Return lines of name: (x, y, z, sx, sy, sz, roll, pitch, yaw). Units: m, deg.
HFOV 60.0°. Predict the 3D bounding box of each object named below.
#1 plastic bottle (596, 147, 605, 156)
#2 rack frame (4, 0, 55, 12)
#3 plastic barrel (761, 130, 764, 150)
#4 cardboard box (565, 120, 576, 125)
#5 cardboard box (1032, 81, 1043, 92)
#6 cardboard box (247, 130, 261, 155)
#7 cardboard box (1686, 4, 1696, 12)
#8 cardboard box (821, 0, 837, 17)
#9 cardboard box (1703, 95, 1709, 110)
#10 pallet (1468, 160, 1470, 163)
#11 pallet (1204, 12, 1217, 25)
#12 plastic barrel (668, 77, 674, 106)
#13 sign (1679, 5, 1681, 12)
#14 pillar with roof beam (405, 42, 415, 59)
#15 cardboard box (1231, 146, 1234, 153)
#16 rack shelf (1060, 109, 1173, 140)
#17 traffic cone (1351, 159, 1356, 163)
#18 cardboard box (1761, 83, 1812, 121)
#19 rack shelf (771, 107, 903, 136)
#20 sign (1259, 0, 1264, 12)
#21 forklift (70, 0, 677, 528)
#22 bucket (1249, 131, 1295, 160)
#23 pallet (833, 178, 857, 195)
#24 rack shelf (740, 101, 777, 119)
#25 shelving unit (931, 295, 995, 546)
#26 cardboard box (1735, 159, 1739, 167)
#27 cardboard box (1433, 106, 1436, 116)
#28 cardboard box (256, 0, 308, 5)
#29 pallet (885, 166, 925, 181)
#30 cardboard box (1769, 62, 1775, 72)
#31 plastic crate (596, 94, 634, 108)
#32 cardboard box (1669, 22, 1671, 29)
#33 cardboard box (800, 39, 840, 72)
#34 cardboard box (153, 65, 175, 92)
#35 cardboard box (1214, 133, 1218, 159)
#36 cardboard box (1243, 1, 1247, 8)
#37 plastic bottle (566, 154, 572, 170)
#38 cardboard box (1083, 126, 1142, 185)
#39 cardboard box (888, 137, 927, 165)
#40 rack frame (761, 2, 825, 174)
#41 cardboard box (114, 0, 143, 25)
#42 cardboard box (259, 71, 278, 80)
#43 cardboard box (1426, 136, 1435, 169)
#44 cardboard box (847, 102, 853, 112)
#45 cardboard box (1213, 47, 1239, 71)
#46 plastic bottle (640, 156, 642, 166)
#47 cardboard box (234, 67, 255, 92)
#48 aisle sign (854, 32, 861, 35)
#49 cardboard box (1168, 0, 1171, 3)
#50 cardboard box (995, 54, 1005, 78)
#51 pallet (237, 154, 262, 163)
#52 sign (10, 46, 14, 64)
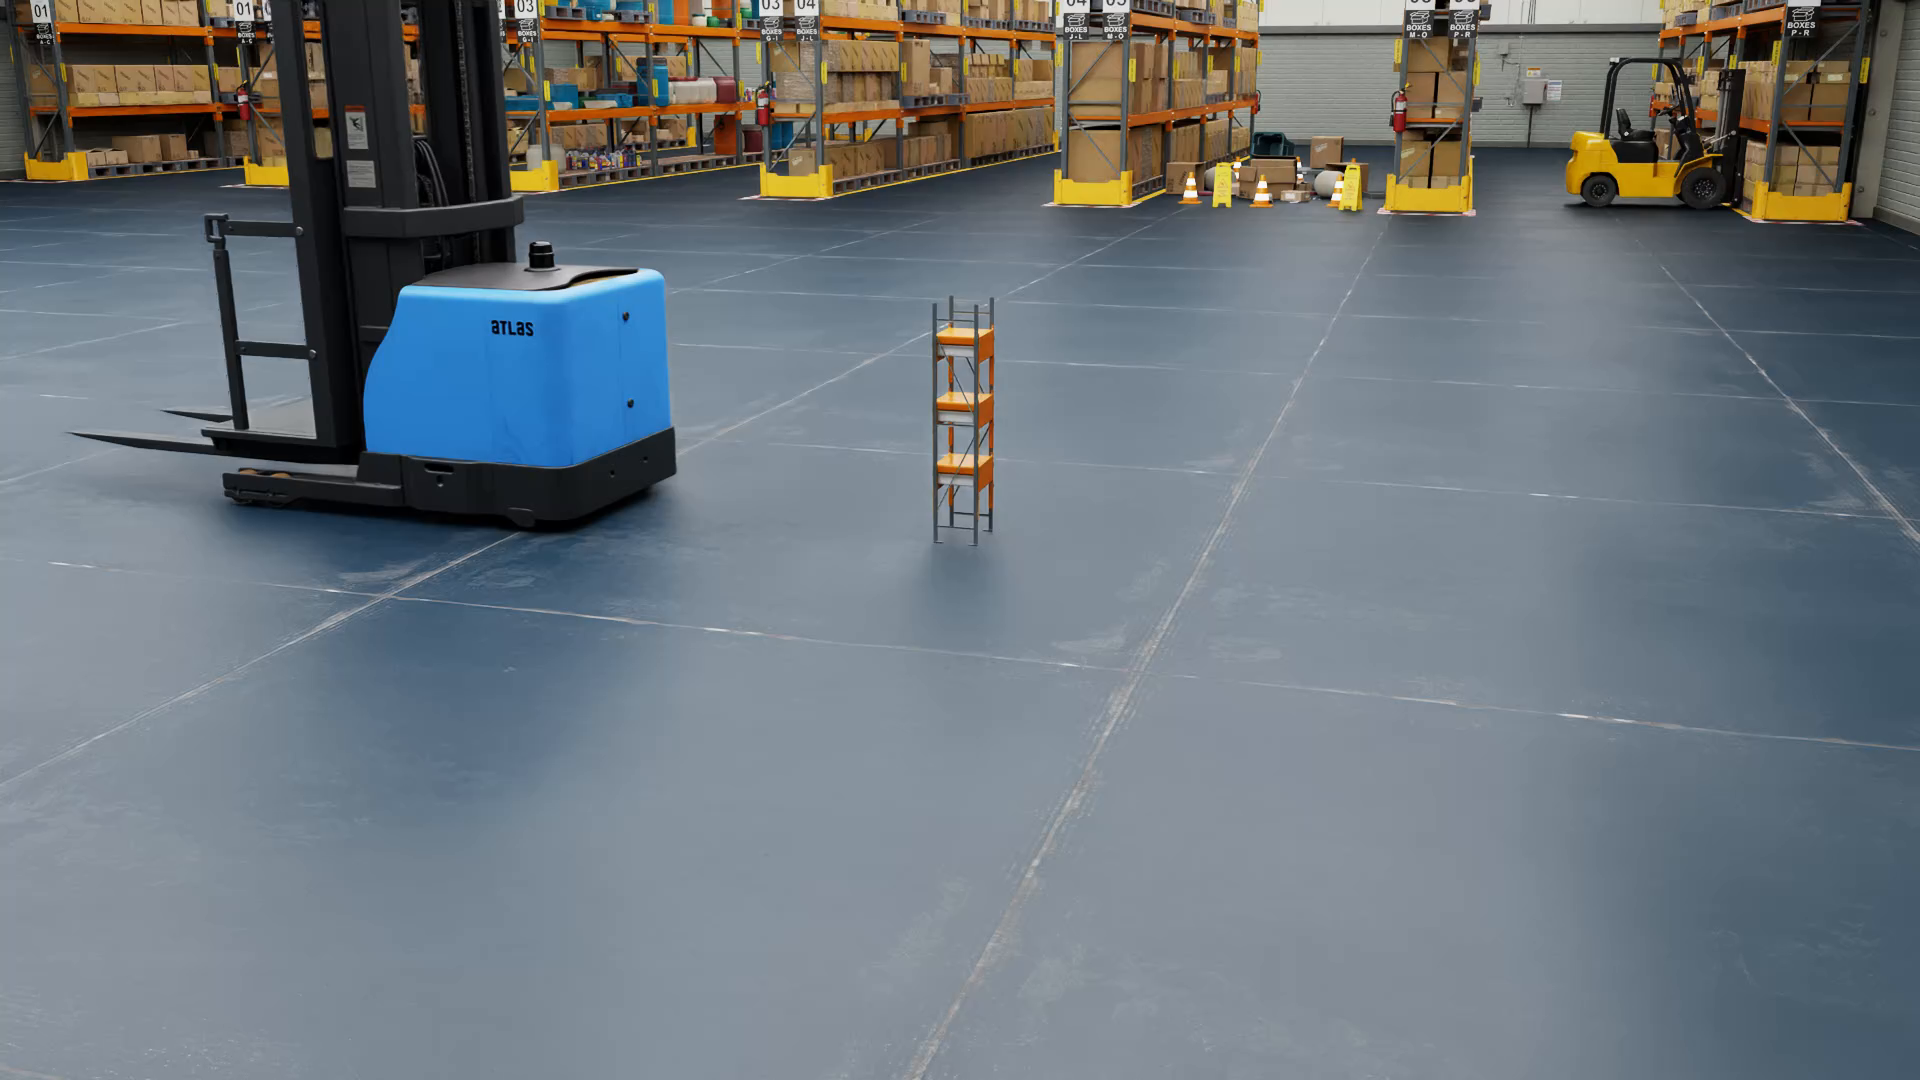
plastic bottle: (-6.780, -7.211, 31.302, 0.144, 0.351, 0.185, 5, 16, 16)
rack frame: (-16.927, -11.071, 29.872, 1.000, 3.000, 0.127, 5, 16, 16)
plastic barrel: (-4.636, -9.095, 37.686, 0.421, 0.512, 0.421, 0, 16, 0)
cardboard box: (-9.421, -9.942, 39.285, 0.500, 0.250, 0.500, 5, 16, 16)
cardboard box: (1.695, -10.877, 39.909, 0.500, 0.250, 0.500, 4, 16, 14)
cardboard box: (-15.498, -8.574, 35.835, 0.700, 0.500, 0.500, 4, 16, 15)
cardboard box: (14.238, -10.278, 32.078, 0.380, 0.149, 0.250, 4, 16, 15)
cardboard box: (-2.295, -8.510, 26.613, 0.500, 0.250, 0.500, 5, 17, 18)
cardboard box: (13.348, -7.673, 29.159, 0.500, 0.250, 0.500, 4, 16, 15)
pallet: (9.740, -7.535, 33.506, 1.003, 0.211, 1.213, 5, 16, 16)
pallet: (4.189, -9.895, 31.566, 1.213, 0.211, 1.003, 5, 17, 18)
plastic barrel: (-5.809, -8.762, 32.476, 0.433, 0.535, 0.433, 0, 16, 0)
sign: (14.470, -10.752, 33.295, 0.100, 0.325, 0.005, 5, 16, 16)
pillar with roof beam: (-10.019, -14.127, 40.646, 9.100, 9.000, 0.400, 5, 16, 16)
cardboard box: (5.869, -8.662, 36.827, 0.380, 0.149, 0.250, 4, 16, 13)
rack shelf: (2.616, -6.799, 27.122, 1.077, 0.370, 4.000, 5, 16, 16)
traffic cone: (6.969, -6.524, 29.481, 0.336, 0.463, 0.334, 5, 16, 16)
cardboard box: (11.470, -6.078, 23.077, 0.500, 0.500, 0.500, 4, 16, 15)
rack shelf: (-2.111, -7.210, 28.571, 1.077, 0.370, 4.000, 5, 16, 16)
sign: (7.121, -12.629, 39.236, 0.100, 0.325, 0.005, 5, 16, 16)
forklift: (-2.976, -1.689, 7.914, 3.031, 2.935, 1.130, 5, 17, 19)
bucket: (5.356, -6.610, 28.352, 0.726, 0.611, 0.620, 11, 9, 35)
pallet: (-2.393, -5.921, 27.818, 1.003, 0.211, 1.213, 5, 16, 16)
rack shelf: (-4.586, -9.687, 37.304, 1.077, 0.370, 4.000, 5, 16, 16)
shelving unit: (0.015, -0.519, 7.235, 0.215, 1.050, 0.252, 5, 16, 16)
cardboard box: (11.846, -5.550, 24.751, 0.500, 0.250, 0.500, 5, 16, 16)
cardboard box: (7.034, -6.524, 25.294, 0.380, 0.149, 0.250, 5, 17, 17)
cardboard box: (-12.009, -9.714, 29.369, 0.797, 0.503, 0.637, 6, 17, 20)
pallet: (-1.323, -6.942, 31.416, 1.003, 0.211, 1.213, 5, 16, 16)
cardboard box: (11.571, -6.631, 23.295, 0.380, 0.149, 0.250, 5, 17, 17)
plastic crate: (-6.346, -8.081, 30.597, 0.499, 0.251, 0.616, 5, 16, 16)
cardboard box: (15.287, -10.930, 35.330, 0.380, 0.149, 0.250, 5, 16, 16)
cardboard box: (-2.262, -7.828, 26.870, 0.500, 0.500, 0.500, 5, 16, 16)
cardboard box: (-15.918, -9.120, 32.851, 0.500, 0.500, 0.500, 4, 16, 14)
cardboard box: (5.047, -8.146, 34.364, 0.500, 0.500, 0.500, 4, 16, 14)
cardboard box: (6.192, -11.962, 37.137, 0.380, 0.149, 0.250, 5, 17, 19)
plastic bottle: (-7.126, -6.892, 30.303, 0.061, 0.283, 0.133, 5, 16, 16)
cardboard box: (2.425, -6.215, 26.867, 0.875, 0.875, 0.875, 4, 16, 15)
cardboard box: (-1.035, -7.517, 32.110, 0.700, 0.500, 0.500, 3, 16, 11)
rack frame: (-2.679, -7.033, 26.628, 1.000, 3.000, 0.127, 5, 16, 16)
cardboard box: (-16.129, -10.170, 31.971, 0.500, 0.500, 0.500, 6, 17, 19)
cardboard box: (-12.250, -8.277, 29.642, 0.380, 0.149, 0.250, 4, 16, 15)
cardboard box: (7.242, -6.141, 26.378, 0.500, 0.500, 0.500, 6, 17, 19)
cardboard box: (-2.021, -7.296, 28.015, 0.380, 0.149, 0.250, 5, 16, 16)
cardboard box: (5.819, -10.533, 36.406, 0.500, 0.500, 0.500, 5, 17, 17)
plastic bottle: (-6.096, -7.210, 31.574, 0.097, 0.201, 0.097, 0, 16, 0)
cardboard box: (-15.447, -9.768, 35.280, 0.700, 0.500, 0.500, 6, 17, 22)
aisle sign: (-2.580, -12.850, 42.372, 0.394, 0.787, 0.004, 5, 16, 16)
cardboard box: (3.316, -9.055, 27.766, 0.380, 0.149, 0.250, 5, 17, 17)
cardboard box: (0.557, -10.535, 36.955, 0.797, 0.503, 0.637, 4, 16, 14)
pallet: (-15.225, -8.414, 36.608, 1.003, 0.211, 1.213, 5, 16, 16)
sign: (-17.453, -8.943, 30.660, 0.100, 0.325, 0.005, 5, 16, 16)
